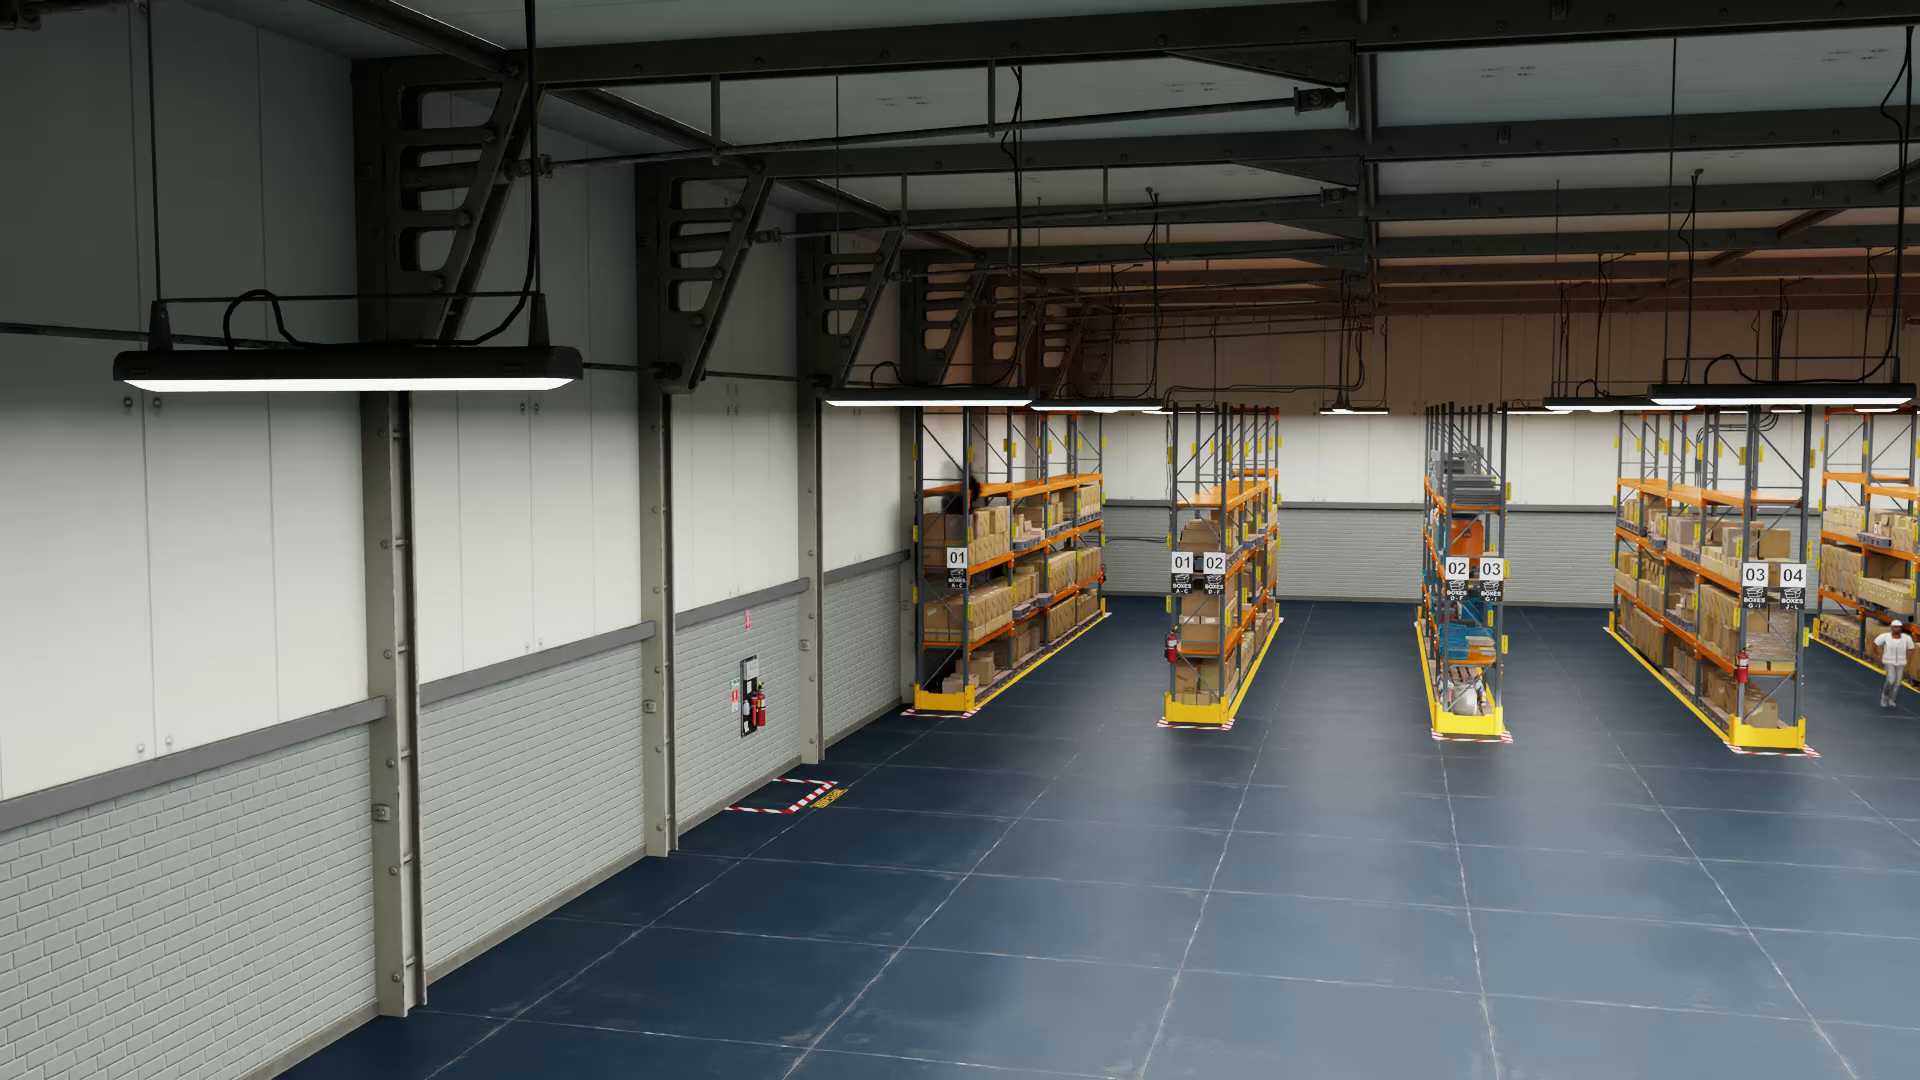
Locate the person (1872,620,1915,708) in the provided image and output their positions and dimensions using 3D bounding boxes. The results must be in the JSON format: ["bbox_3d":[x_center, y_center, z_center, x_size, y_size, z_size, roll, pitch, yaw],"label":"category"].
[{"bbox_3d":[18.340,2.439,32.603,0.697,1.753,0.672,1,4,13],"label":"person"}]

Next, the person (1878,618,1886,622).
[{"bbox_3d":[24.458,1.735,43.908,0.649,1.541,0.576,1,4,10],"label":"person"}]
